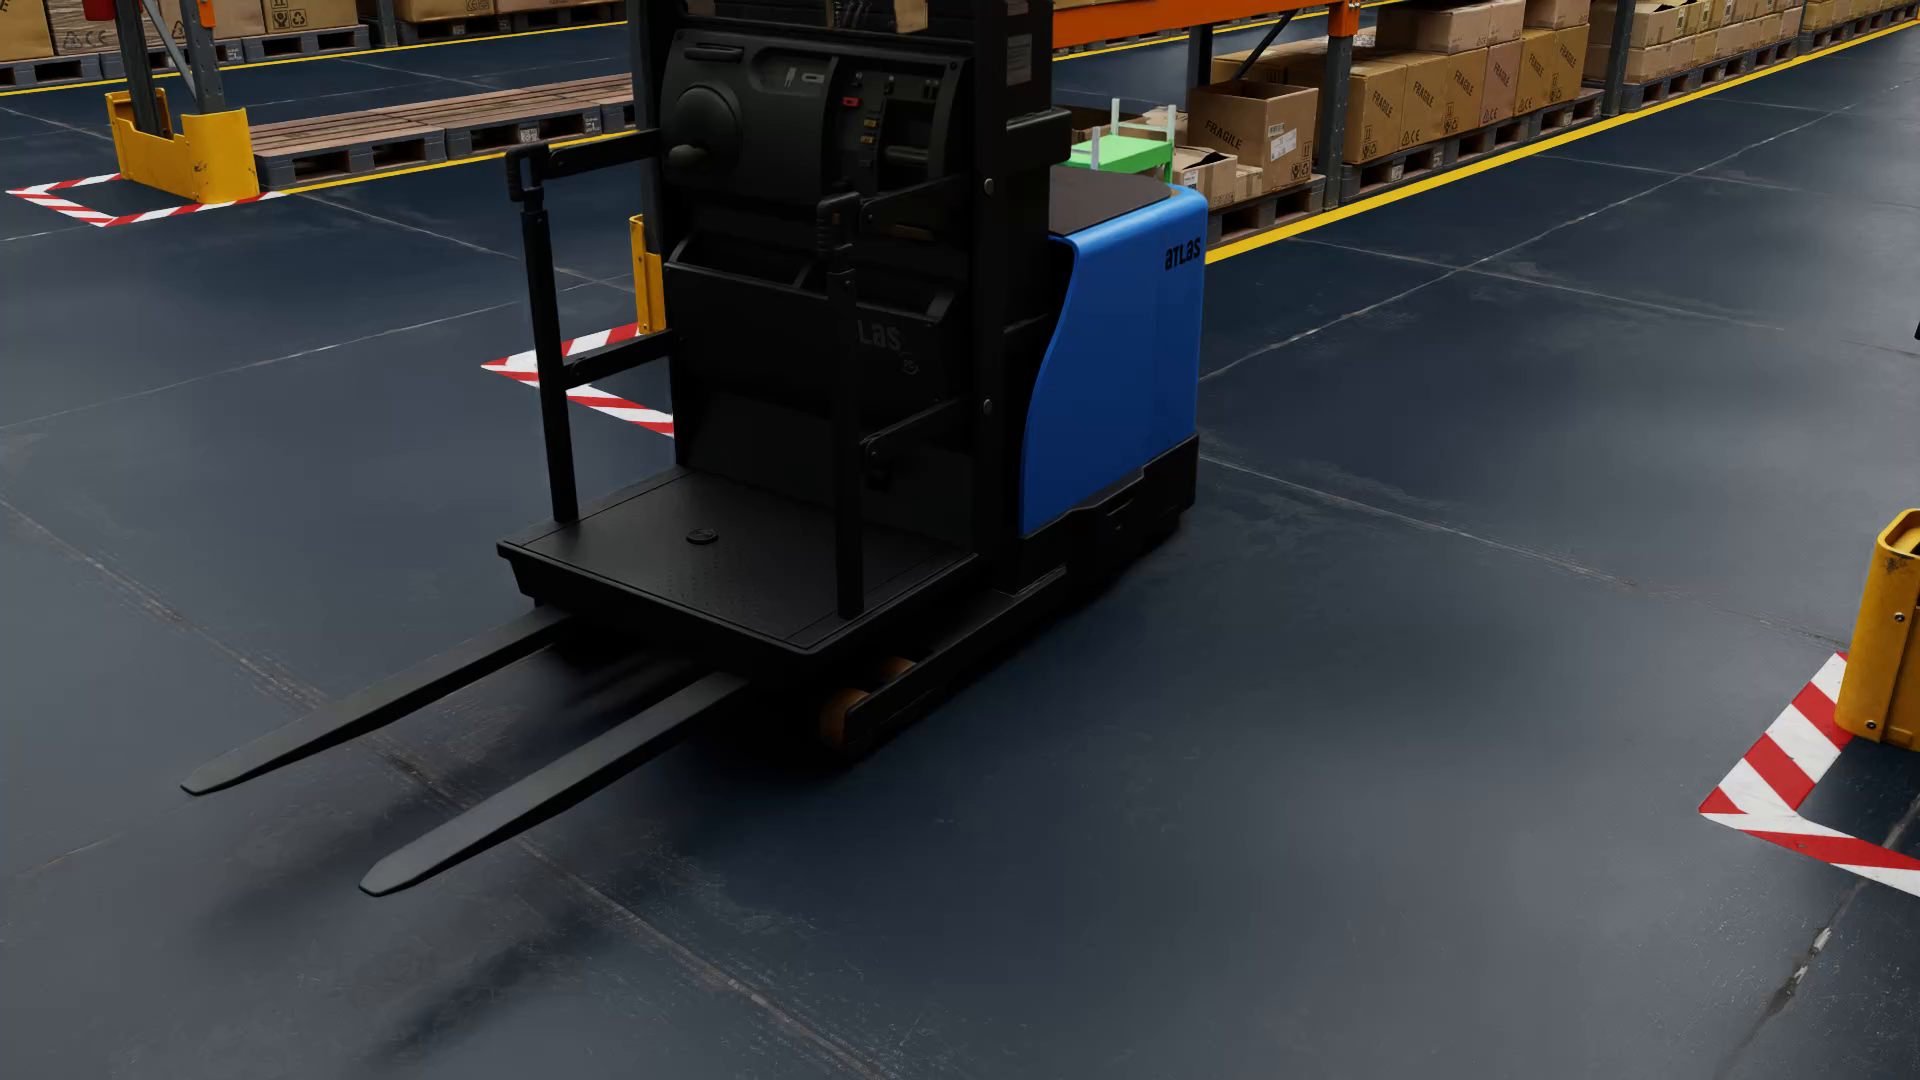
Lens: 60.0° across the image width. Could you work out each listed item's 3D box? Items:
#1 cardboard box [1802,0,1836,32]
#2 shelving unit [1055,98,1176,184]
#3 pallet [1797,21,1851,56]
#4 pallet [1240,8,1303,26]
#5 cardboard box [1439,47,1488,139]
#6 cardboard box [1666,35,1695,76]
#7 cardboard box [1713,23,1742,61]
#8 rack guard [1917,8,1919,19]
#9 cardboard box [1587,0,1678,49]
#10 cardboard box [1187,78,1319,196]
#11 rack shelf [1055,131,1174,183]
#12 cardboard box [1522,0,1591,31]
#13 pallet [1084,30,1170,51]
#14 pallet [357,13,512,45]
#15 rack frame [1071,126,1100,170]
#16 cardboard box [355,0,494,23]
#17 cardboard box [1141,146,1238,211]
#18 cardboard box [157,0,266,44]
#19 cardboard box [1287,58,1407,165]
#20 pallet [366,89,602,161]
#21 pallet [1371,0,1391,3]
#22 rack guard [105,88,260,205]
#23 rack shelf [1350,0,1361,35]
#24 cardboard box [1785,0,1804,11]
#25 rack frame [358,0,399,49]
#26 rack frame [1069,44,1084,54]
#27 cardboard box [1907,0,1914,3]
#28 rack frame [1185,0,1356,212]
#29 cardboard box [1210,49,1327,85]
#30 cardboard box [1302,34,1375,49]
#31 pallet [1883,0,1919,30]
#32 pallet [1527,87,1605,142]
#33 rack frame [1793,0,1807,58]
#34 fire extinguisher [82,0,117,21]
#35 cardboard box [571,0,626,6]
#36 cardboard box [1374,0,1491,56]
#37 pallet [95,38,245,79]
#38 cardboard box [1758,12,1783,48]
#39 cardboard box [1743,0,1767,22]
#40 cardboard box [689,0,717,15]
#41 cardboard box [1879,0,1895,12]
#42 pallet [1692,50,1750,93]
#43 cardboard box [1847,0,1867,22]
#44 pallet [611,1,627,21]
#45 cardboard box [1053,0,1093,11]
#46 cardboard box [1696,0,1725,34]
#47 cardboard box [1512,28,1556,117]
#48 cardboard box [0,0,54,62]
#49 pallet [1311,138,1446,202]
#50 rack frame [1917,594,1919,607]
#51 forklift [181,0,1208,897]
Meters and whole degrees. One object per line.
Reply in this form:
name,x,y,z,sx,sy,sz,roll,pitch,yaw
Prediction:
cardboard box,7.609,-4.802,15.142,0.500,0.250,0.500,20,31,38
shelving unit,0.479,-0.851,5.682,0.258,1.200,0.503,16,29,32
pallet,7.635,-4.765,15.620,1.003,0.211,1.213,20,31,38
pallet,2.892,-5.638,17.567,1.003,0.211,1.213,20,31,38
cardboard box,2.925,-2.826,10.405,0.500,0.500,0.500,21,31,38
cardboard box,5.307,-3.758,12.813,0.500,0.250,0.500,19,30,36
cardboard box,5.992,-4.074,13.518,0.500,0.250,0.500,21,32,39
rack guard,9.759,-5.892,17.781,1.175,0.500,0.348,20,31,38
cardboard box,4.972,-3.860,12.356,0.500,0.311,0.500,21,32,39
cardboard box,1.565,-2.179,8.960,0.500,0.500,0.500,20,31,38
rack shelf,0.479,-1.231,5.512,0.258,0.148,0.480,16,29,32
cardboard box,3.920,-3.623,11.265,0.500,0.250,0.500,22,32,39
pallet,1.264,-4.895,15.909,1.003,0.211,1.213,20,31,38
pallet,-5.182,-5.059,16.275,1.003,0.211,1.213,20,31,38
rack frame,0.337,-0.770,5.501,0.240,1.200,0.015,16,29,32
cardboard box,-5.228,-5.498,15.930,1.225,0.875,0.875,20,31,38
cardboard box,1.065,-1.864,8.489,0.500,0.311,0.500,20,31,38
cardboard box,-6.741,-4.844,14.472,0.875,0.875,0.875,20,31,38
cardboard box,2.239,-2.510,9.700,0.500,0.500,0.500,18,30,35
pallet,-3.228,-2.843,11.332,1.003,0.211,1.213,20,31,38
pallet,4.681,-6.455,19.388,1.003,0.211,1.213,20,31,38
rack guard,-4.628,-2.353,9.887,1.175,0.500,0.348,20,31,38
rack shelf,3.069,-3.651,10.605,1.077,0.370,4.000,20,31,38
cardboard box,7.017,-4.798,14.447,0.500,0.311,0.500,20,31,38
rack frame,-5.640,-6.076,15.134,1.000,3.000,0.127,20,31,38
rack frame,0.718,-5.942,14.836,1.000,3.000,0.127,20,31,38
cardboard box,9.605,-5.718,17.185,0.500,0.250,0.500,20,31,38
rack frame,1.734,-3.370,9.099,1.000,3.000,0.127,20,31,38
cardboard box,1.850,-2.658,10.030,0.500,0.500,0.500,20,31,37
cardboard box,2.521,-2.959,10.701,0.500,0.500,0.500,21,31,38
pallet,9.264,-5.509,17.278,1.003,0.211,1.213,20,31,38
pallet,3.877,-3.099,11.903,1.003,0.211,1.213,20,31,38
rack frame,7.073,-5.807,14.535,1.000,3.000,0.127,20,31,38
fire extinguisher,-5.061,-3.377,9.666,0.296,0.674,0.183,20,31,38
cardboard box,-4.048,-6.042,17.144,1.225,0.875,0.875,20,31,38
cardboard box,2.906,-3.157,10.226,0.500,0.250,0.500,20,31,38
pallet,-7.020,-4.219,14.403,1.003,0.211,1.213,20,31,38
cardboard box,6.674,-4.385,14.210,0.500,0.250,0.500,20,31,37
cardboard box,6.339,-4.486,13.752,0.500,0.311,0.500,20,31,37
cardboard box,-0.839,-2.407,6.830,0.500,0.500,0.500,21,32,39
cardboard box,8.948,-5.410,16.497,0.500,0.250,0.500,20,31,38
pallet,5.797,-3.926,13.748,1.003,0.211,1.213,20,31,38
cardboard box,8.284,-5.104,15.815,0.500,0.250,0.500,20,31,38
pallet,-3.553,-5.802,17.933,1.003,0.211,1.213,20,31,38
cardboard box,0.235,-2.570,7.194,0.500,0.500,0.500,20,31,37
cardboard box,5.659,-4.178,13.063,0.500,0.311,0.500,19,30,36
cardboard box,3.609,-3.142,11.108,0.500,0.500,0.500,19,30,36
cardboard box,-7.942,-4.296,13.248,0.875,0.875,0.875,20,31,38
pallet,2.249,-2.355,10.245,1.003,0.211,1.213,20,31,38
rack frame,2.756,-0.799,3.366,1.000,3.000,0.127,20,31,38
forklift,-0.508,-1.035,3.976,1.130,2.935,3.031,16,29,32
